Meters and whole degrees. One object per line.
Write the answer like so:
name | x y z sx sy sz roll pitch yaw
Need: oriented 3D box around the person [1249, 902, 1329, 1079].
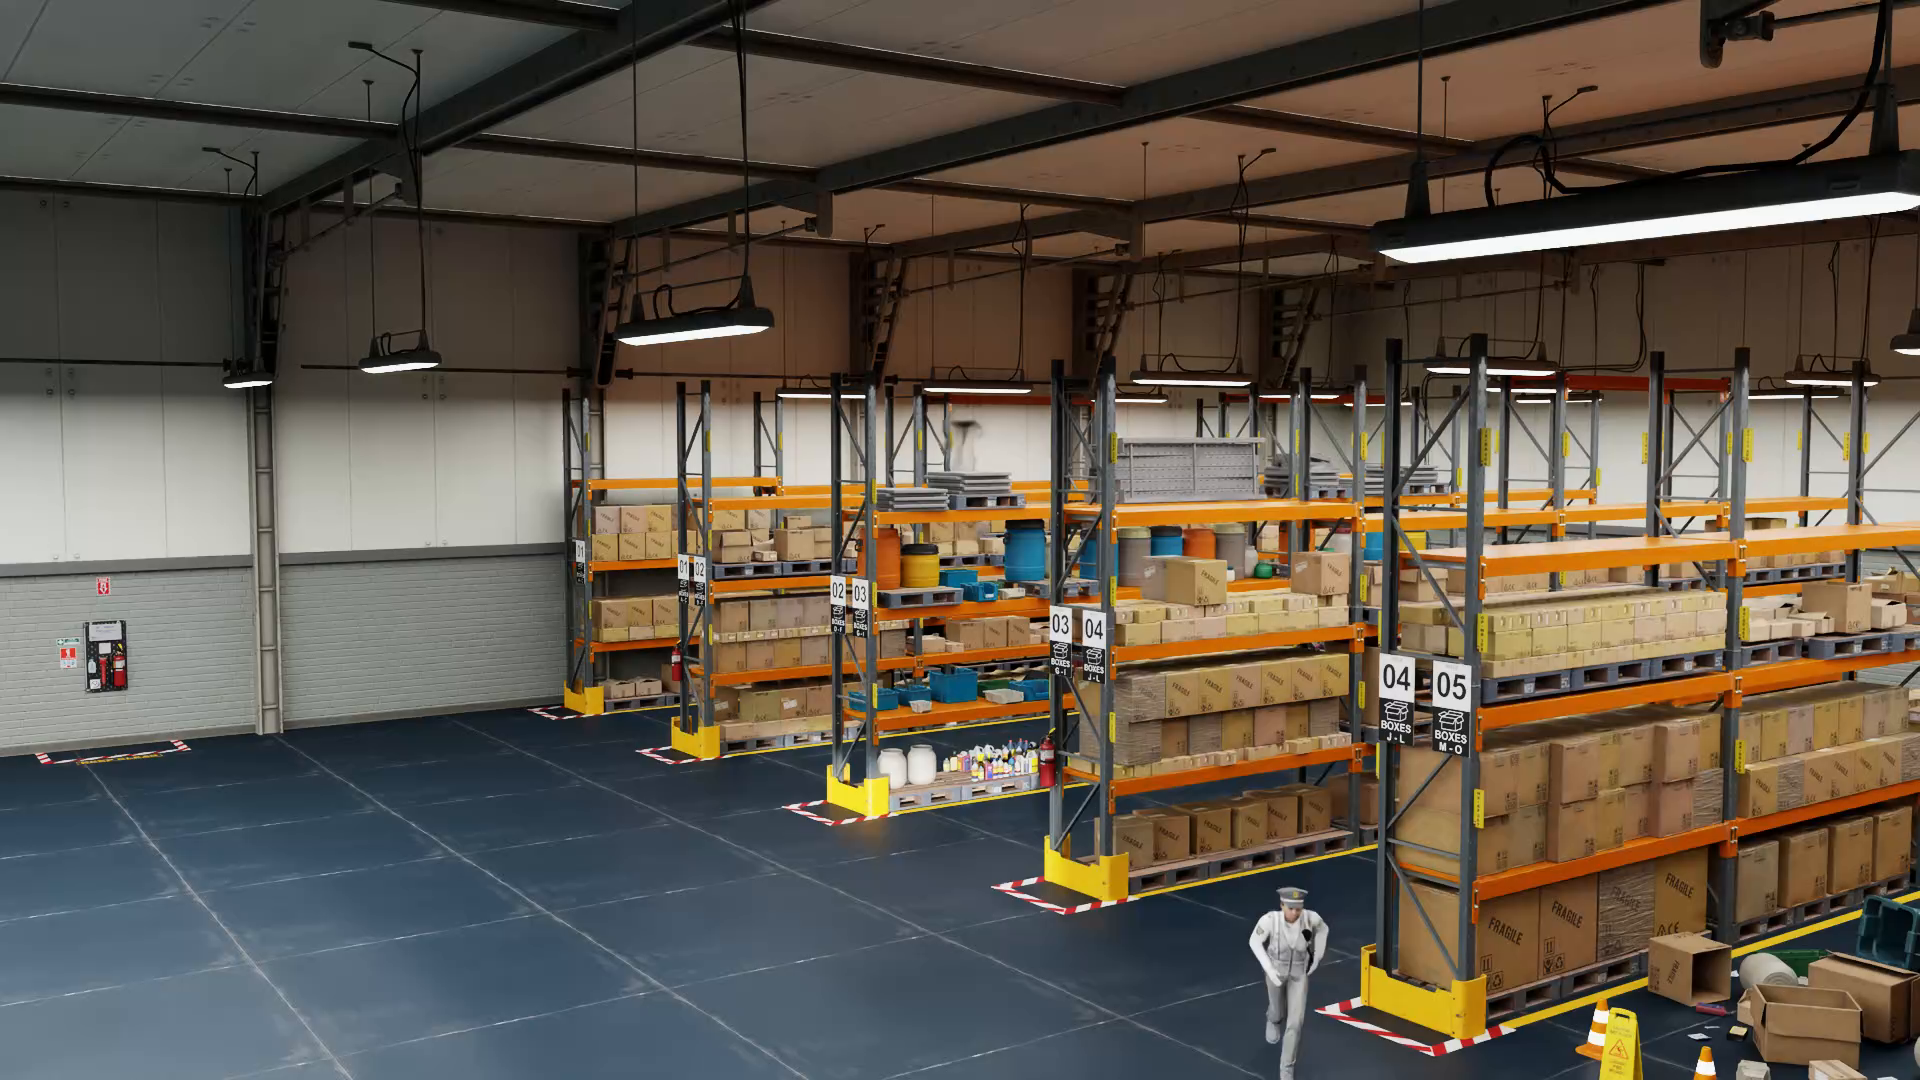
person | 2.639 3.523 13.463 0.644 1.602 0.958 0 4 -1
